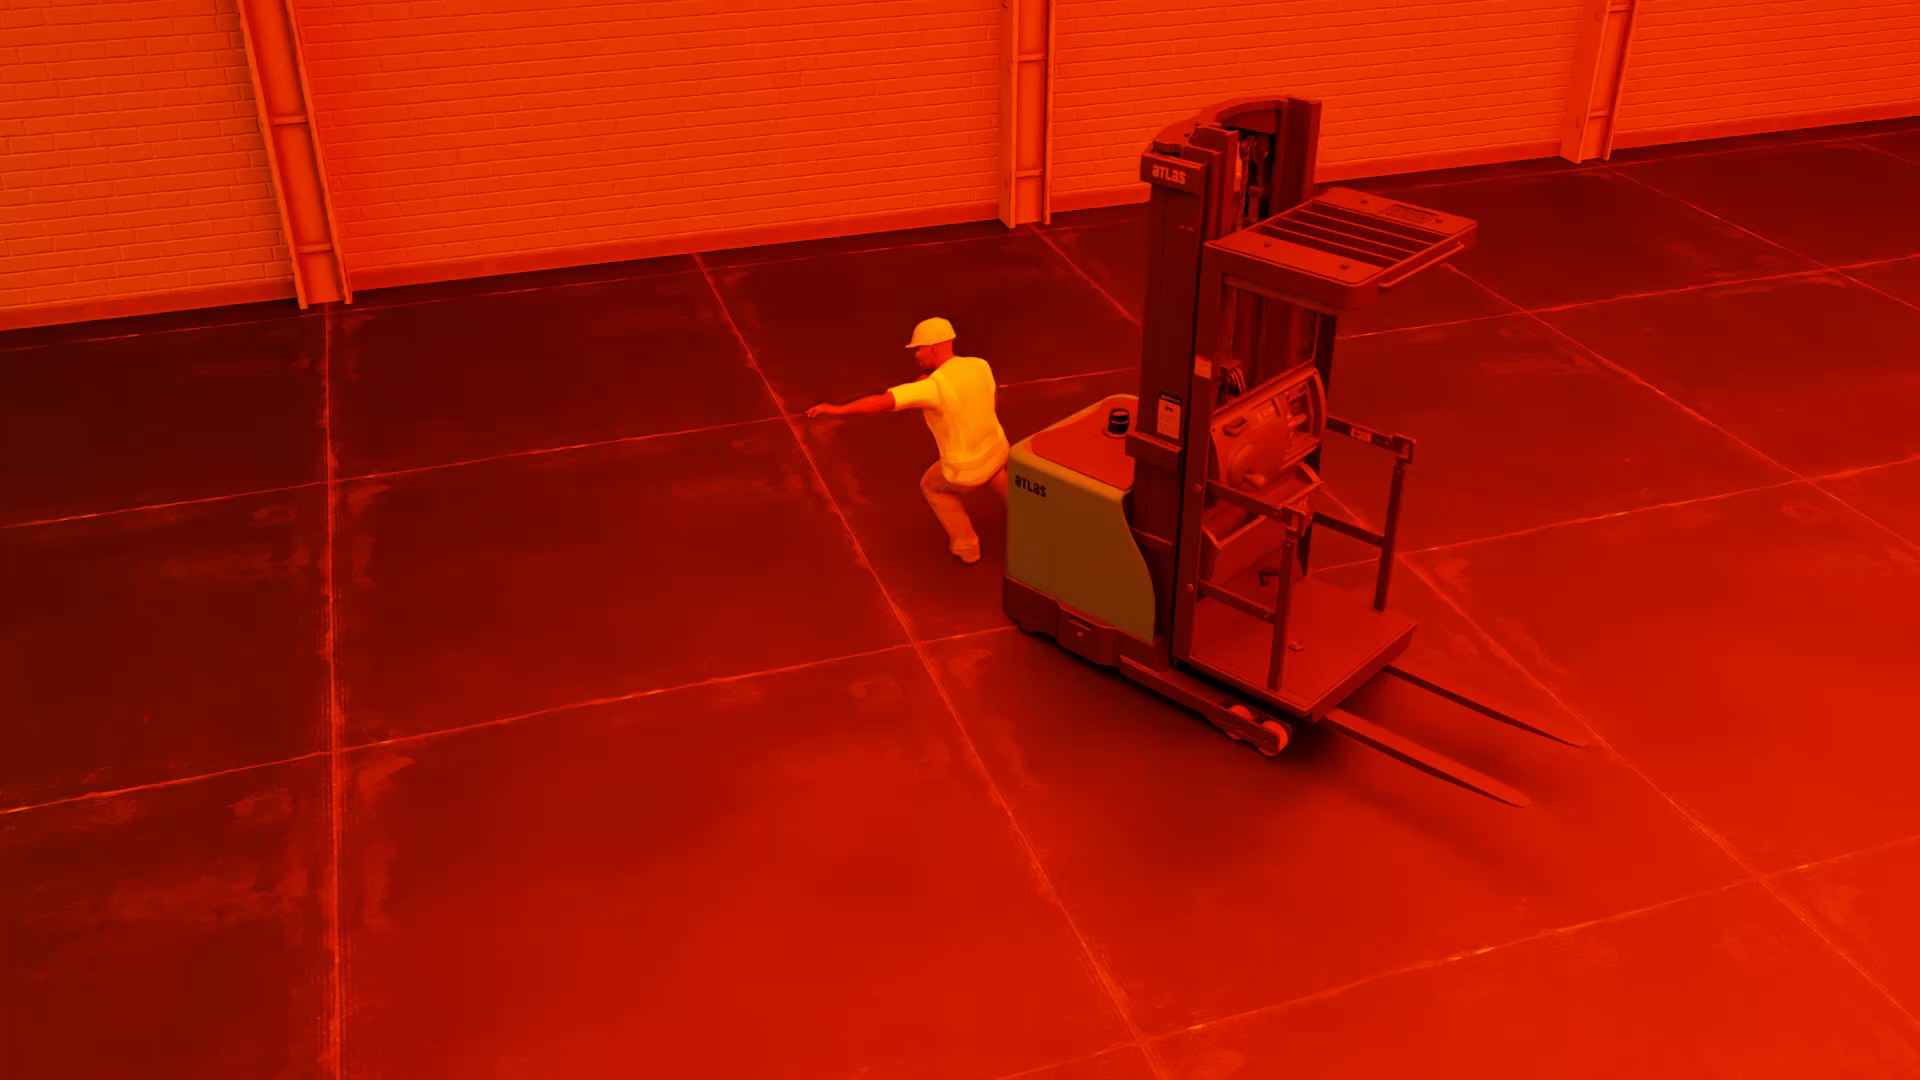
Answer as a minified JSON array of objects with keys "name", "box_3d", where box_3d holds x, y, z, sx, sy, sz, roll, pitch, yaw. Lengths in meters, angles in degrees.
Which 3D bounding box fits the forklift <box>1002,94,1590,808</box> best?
[{"name":"forklift","box_3d":[1.659,-0.506,7.967,3.031,2.935,1.130,25,38,36]}]

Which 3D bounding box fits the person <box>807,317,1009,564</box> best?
[{"name":"person","box_3d":[-0.087,-0.586,9.554,0.796,1.489,1.576,23,37,35]}]
